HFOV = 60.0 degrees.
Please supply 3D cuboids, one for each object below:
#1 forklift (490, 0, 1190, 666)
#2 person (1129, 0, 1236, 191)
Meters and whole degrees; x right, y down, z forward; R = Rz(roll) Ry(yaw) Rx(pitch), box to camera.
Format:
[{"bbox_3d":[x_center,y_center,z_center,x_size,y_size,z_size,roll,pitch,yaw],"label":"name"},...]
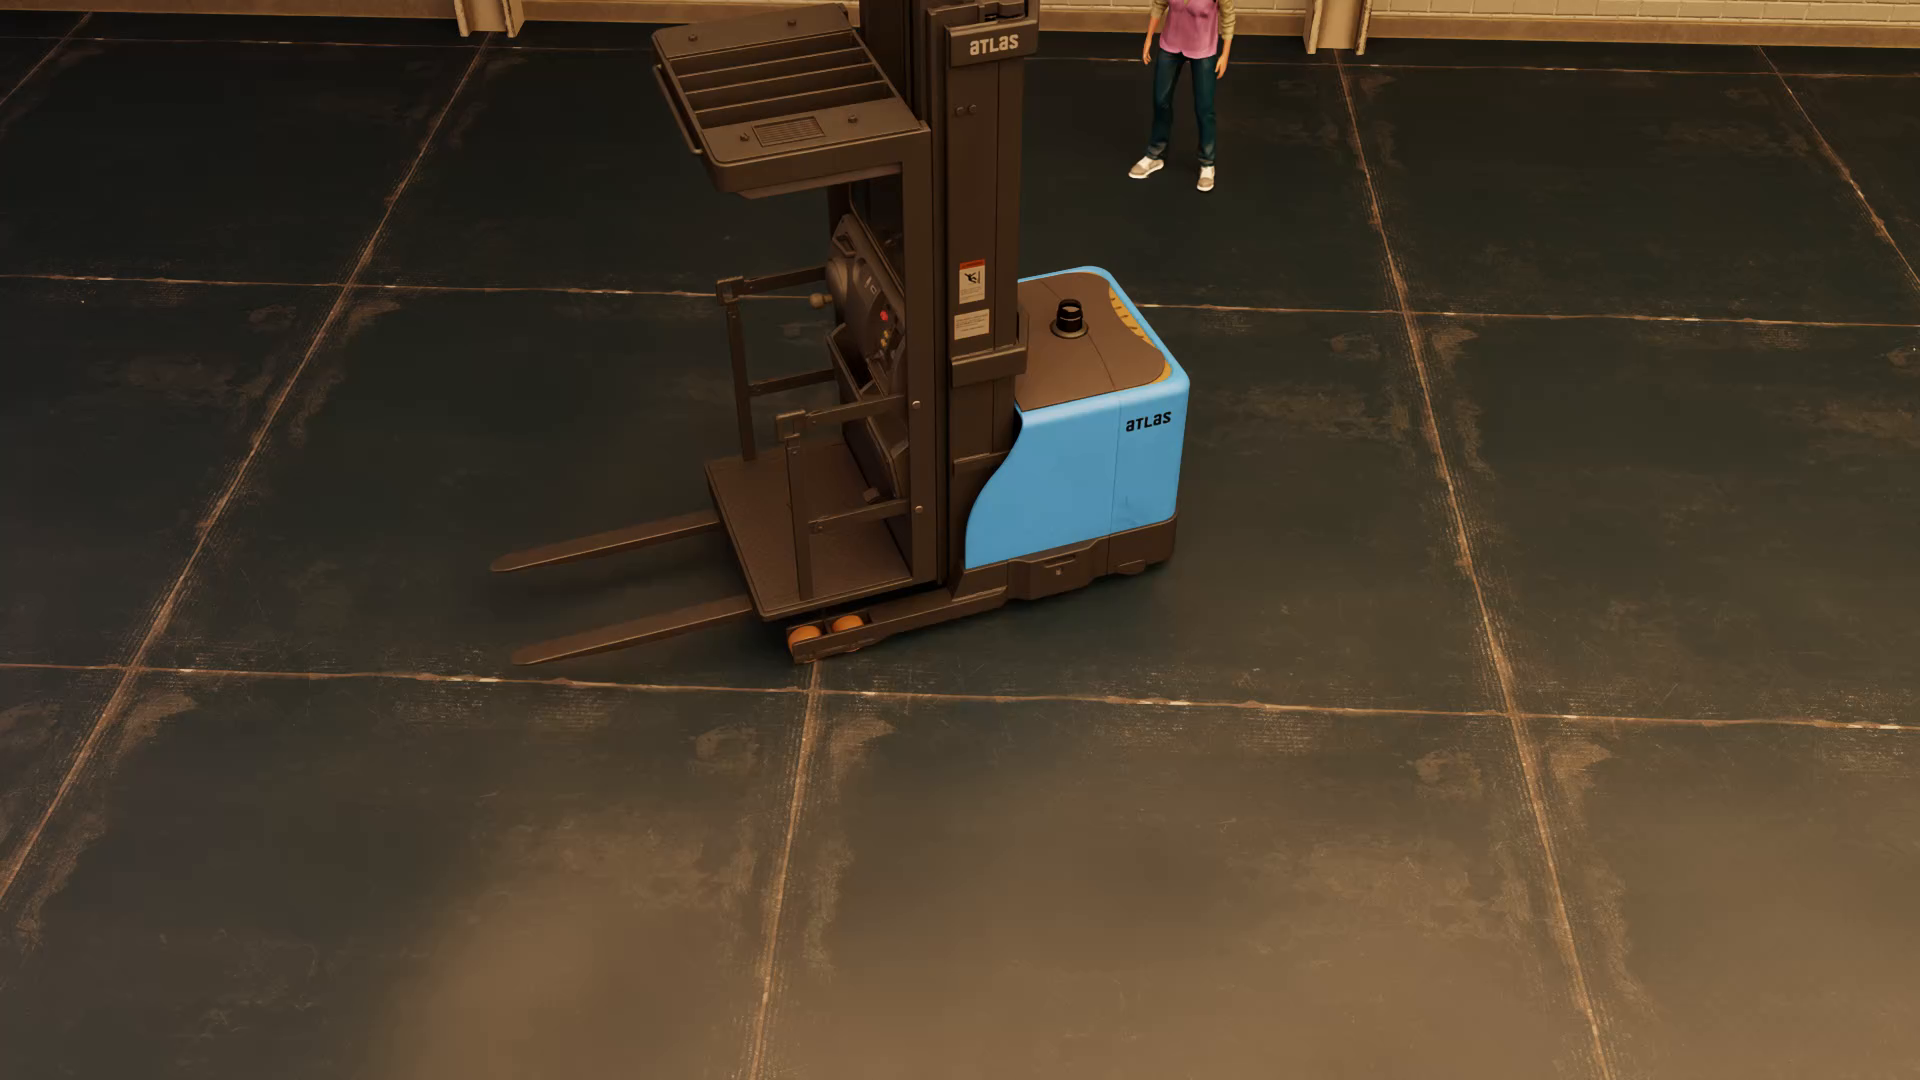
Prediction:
[{"bbox_3d":[-0.573,-0.945,6.778,3.031,2.935,1.130,-13,44,-14],"label":"forklift"},{"bbox_3d":[1.357,-2.884,9.906,0.537,1.589,0.384,18,46,19],"label":"person"}]
